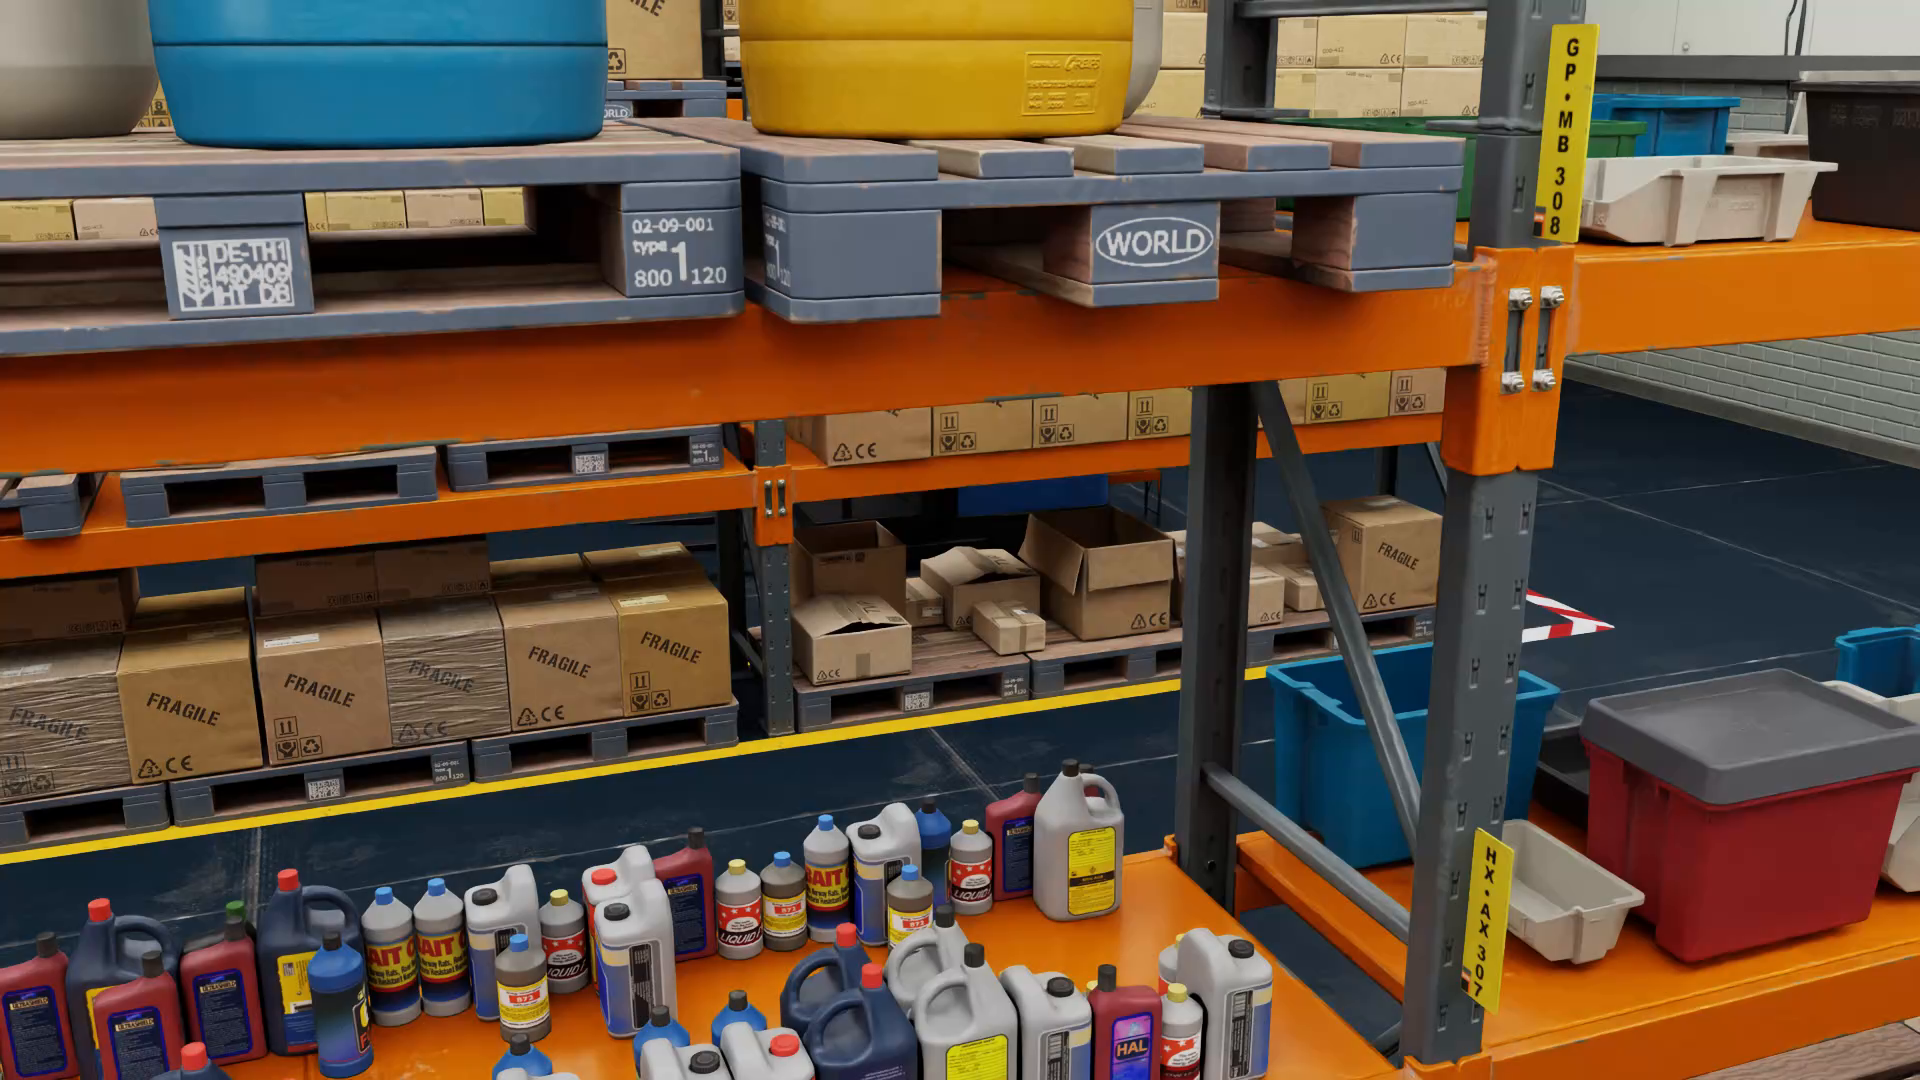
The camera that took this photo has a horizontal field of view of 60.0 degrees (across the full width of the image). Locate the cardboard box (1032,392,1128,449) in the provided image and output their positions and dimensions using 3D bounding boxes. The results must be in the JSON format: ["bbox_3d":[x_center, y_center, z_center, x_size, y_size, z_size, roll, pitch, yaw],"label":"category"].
[{"bbox_3d":[0.494,-0.765,8.203,0.500,0.500,0.500,-6,17,-20],"label":"cardboard box"}]

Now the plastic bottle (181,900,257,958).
[{"bbox_3d":[-1.401,0.827,3.164,0.133,0.283,0.061,-6,17,-20],"label":"plastic bottle"}]

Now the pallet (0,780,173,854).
[{"bbox_3d":[-4.049,1.041,7.180,1.213,0.211,1.003,-6,17,-20],"label":"pallet"}]

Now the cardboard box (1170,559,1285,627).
[{"bbox_3d":[1.393,0.277,8.930,0.500,0.250,0.500,-6,17,-20],"label":"cardboard box"}]

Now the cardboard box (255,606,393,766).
[{"bbox_3d":[-2.790,0.628,7.291,0.500,0.500,0.500,-7,18,-22],"label":"cardboard box"}]

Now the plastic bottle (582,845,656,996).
[{"bbox_3d":[-0.689,0.768,3.380,0.135,0.276,0.152,-6,17,-20],"label":"plastic bottle"}]

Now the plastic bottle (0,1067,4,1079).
[{"bbox_3d":[-1.800,0.915,3.011,0.097,0.201,0.097,0,16,0],"label":"plastic bottle"}]

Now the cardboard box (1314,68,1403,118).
[{"bbox_3d":[1.854,-2.237,8.335,0.500,0.250,0.500,-6,17,-20],"label":"cardboard box"}]

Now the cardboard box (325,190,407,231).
[{"bbox_3d":[-4.103,-2.283,11.479,0.500,0.250,0.500,-6,17,-19],"label":"cardboard box"}]

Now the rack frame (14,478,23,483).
[{"bbox_3d":[-6.536,-1.535,11.001,0.127,3.000,1.000,-6,17,-20],"label":"rack frame"}]

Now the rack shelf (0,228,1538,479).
[{"bbox_3d":[-1.123,-0.224,2.490,4.000,0.370,1.077,-6,17,-20],"label":"rack shelf"}]

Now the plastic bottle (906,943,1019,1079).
[{"bbox_3d":[0.003,0.871,2.897,0.185,0.351,0.144,-6,17,-20],"label":"plastic bottle"}]

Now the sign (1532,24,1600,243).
[{"bbox_3d":[0.939,-0.630,2.581,0.005,0.325,0.100,-6,17,-20],"label":"sign"}]

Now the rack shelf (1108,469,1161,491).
[{"bbox_3d":[1.096,-0.419,11.341,0.480,0.148,0.258,-5,17,-17],"label":"rack shelf"}]

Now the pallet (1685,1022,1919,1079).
[{"bbox_3d":[2.558,1.798,4.601,1.213,0.211,1.003,-6,17,-20],"label":"pallet"}]

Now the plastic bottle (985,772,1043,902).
[{"bbox_3d":[0.125,0.663,3.725,0.133,0.283,0.061,-6,17,-20],"label":"plastic bottle"}]

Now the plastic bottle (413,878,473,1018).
[{"bbox_3d":[-1.024,0.798,3.286,0.097,0.271,0.097,0,16,0],"label":"plastic bottle"}]

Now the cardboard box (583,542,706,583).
[{"bbox_3d":[-1.564,0.338,8.280,0.500,0.500,0.500,-7,18,-23],"label":"cardboard box"}]

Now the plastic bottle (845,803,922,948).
[{"bbox_3d":[-0.166,0.711,3.573,0.135,0.276,0.152,-6,17,-20],"label":"plastic bottle"}]

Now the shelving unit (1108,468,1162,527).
[{"bbox_3d":[1.096,-0.675,11.266,0.503,1.200,0.258,-5,17,-17],"label":"shelving unit"}]

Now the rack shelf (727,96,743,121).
[{"bbox_3d":[-0.933,-3.234,12.740,4.000,0.370,1.077,-6,17,-20],"label":"rack shelf"}]

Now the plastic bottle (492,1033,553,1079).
[{"bbox_3d":[-0.724,0.949,2.773,0.097,0.271,0.097,0,16,0],"label":"plastic bottle"}]

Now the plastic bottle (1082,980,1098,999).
[{"bbox_3d":[0.247,0.905,3.046,0.097,0.201,0.097,0,16,0],"label":"plastic bottle"}]

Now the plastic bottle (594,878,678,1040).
[{"bbox_3d":[-0.635,0.808,3.244,0.135,0.276,0.152,-6,17,-20],"label":"plastic bottle"}]

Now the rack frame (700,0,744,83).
[{"bbox_3d":[-1.025,-3.514,7.092,0.127,3.000,1.000,-6,17,-20],"label":"rack frame"}]

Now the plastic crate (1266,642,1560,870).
[{"bbox_3d":[1.058,0.510,3.958,0.575,0.384,0.392,-6,17,-20],"label":"plastic crate"}]

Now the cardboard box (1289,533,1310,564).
[{"bbox_3d":[1.963,0.087,9.727,0.250,0.166,0.380,-6,17,-20],"label":"cardboard box"}]

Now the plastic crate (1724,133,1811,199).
[{"bbox_3d":[1.796,-0.873,3.891,0.466,0.136,0.293,-6,17,-20],"label":"plastic crate"}]

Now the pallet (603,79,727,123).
[{"bbox_3d":[-1.659,-1.937,7.380,1.003,0.211,1.213,-6,17,-20],"label":"pallet"}]

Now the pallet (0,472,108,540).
[{"bbox_3d":[-4.152,-0.227,6.887,1.003,0.211,1.213,-6,17,-20],"label":"pallet"}]

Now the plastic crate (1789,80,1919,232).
[{"bbox_3d":[2.002,-0.761,3.275,0.590,0.269,0.497,-6,17,-20],"label":"plastic crate"}]

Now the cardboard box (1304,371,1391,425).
[{"bbox_3d":[1.906,-0.916,8.718,0.500,0.500,0.500,-6,17,-20],"label":"cardboard box"}]

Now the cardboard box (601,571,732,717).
[{"bbox_3d":[-1.383,0.478,7.802,0.500,0.500,0.500,-6,17,-20],"label":"cardboard box"}]

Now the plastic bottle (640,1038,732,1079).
[{"bbox_3d":[-0.446,0.954,2.746,0.135,0.276,0.152,-6,17,-20],"label":"plastic bottle"}]

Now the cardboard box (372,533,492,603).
[{"bbox_3d":[-2.497,0.079,7.831,0.500,0.250,0.500,-6,17,-20],"label":"cardboard box"}]

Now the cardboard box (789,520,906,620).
[{"bbox_3d":[-0.594,0.221,8.678,0.500,0.500,0.500,-6,17,-20],"label":"cardboard box"}]

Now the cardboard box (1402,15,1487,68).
[{"bbox_3d":[2.322,-2.527,8.434,0.500,0.250,0.500,-6,17,-20],"label":"cardboard box"}]

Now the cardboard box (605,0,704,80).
[{"bbox_3d":[-1.522,-2.340,7.321,0.600,0.600,0.600,-8,18,-25],"label":"cardboard box"}]

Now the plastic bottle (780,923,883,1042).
[{"bbox_3d":[-0.221,0.852,2.962,0.185,0.351,0.144,-6,17,-20],"label":"plastic bottle"}]

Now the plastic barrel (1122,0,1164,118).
[{"bbox_3d":[0.163,-1.050,3.041,0.433,0.535,0.433,0,16,0],"label":"plastic barrel"}]

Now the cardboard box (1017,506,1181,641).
[{"bbox_3d":[0.728,0.161,8.877,0.637,0.503,0.797,-6,17,-20],"label":"cardboard box"}]

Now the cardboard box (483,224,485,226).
[{"bbox_3d":[-3.142,-2.026,11.932,0.500,0.500,0.500,-6,18,-21],"label":"cardboard box"}]

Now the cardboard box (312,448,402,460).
[{"bbox_3d":[-2.652,-0.690,7.203,0.500,0.500,0.700,-11,20,-34],"label":"cardboard box"}]

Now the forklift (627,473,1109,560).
[{"bbox_3d":[-0.600,-1.352,10.500,3.031,2.935,1.130,-5,17,-17],"label":"forklift"}]

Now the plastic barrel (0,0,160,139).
[{"bbox_3d":[-1.389,-0.853,2.368,0.433,0.535,0.433,0,16,0],"label":"plastic barrel"}]

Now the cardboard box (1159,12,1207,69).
[{"bbox_3d":[0.922,-2.375,7.916,0.500,0.250,0.500,-6,17,-20],"label":"cardboard box"}]

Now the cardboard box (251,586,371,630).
[{"bbox_3d":[-2.999,0.494,7.749,0.500,0.500,0.500,-7,18,-22],"label":"cardboard box"}]

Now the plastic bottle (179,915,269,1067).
[{"bbox_3d":[-1.380,0.843,3.110,0.133,0.283,0.061,-6,17,-20],"label":"plastic bottle"}]

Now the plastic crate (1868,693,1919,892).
[{"bbox_3d":[2.236,0.591,3.866,0.530,0.282,0.437,-6,17,-20],"label":"plastic crate"}]

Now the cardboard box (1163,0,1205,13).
[{"bbox_3d":[0.810,-2.817,8.091,0.500,0.500,0.700,-6,17,-20],"label":"cardboard box"}]

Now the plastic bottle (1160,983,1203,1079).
[{"bbox_3d":[0.393,0.907,3.037,0.097,0.201,0.097,0,16,0],"label":"plastic bottle"}]

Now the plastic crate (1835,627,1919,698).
[{"bbox_3d":[2.621,0.418,4.542,0.300,0.233,0.416,-6,17,-20],"label":"plastic crate"}]

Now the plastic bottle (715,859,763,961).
[{"bbox_3d":[-0.466,0.771,3.501,0.097,0.201,0.097,0,16,0],"label":"plastic bottle"}]

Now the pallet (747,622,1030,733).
[{"bbox_3d":[-0.383,0.634,8.566,1.213,0.211,1.003,-6,17,-20],"label":"pallet"}]
